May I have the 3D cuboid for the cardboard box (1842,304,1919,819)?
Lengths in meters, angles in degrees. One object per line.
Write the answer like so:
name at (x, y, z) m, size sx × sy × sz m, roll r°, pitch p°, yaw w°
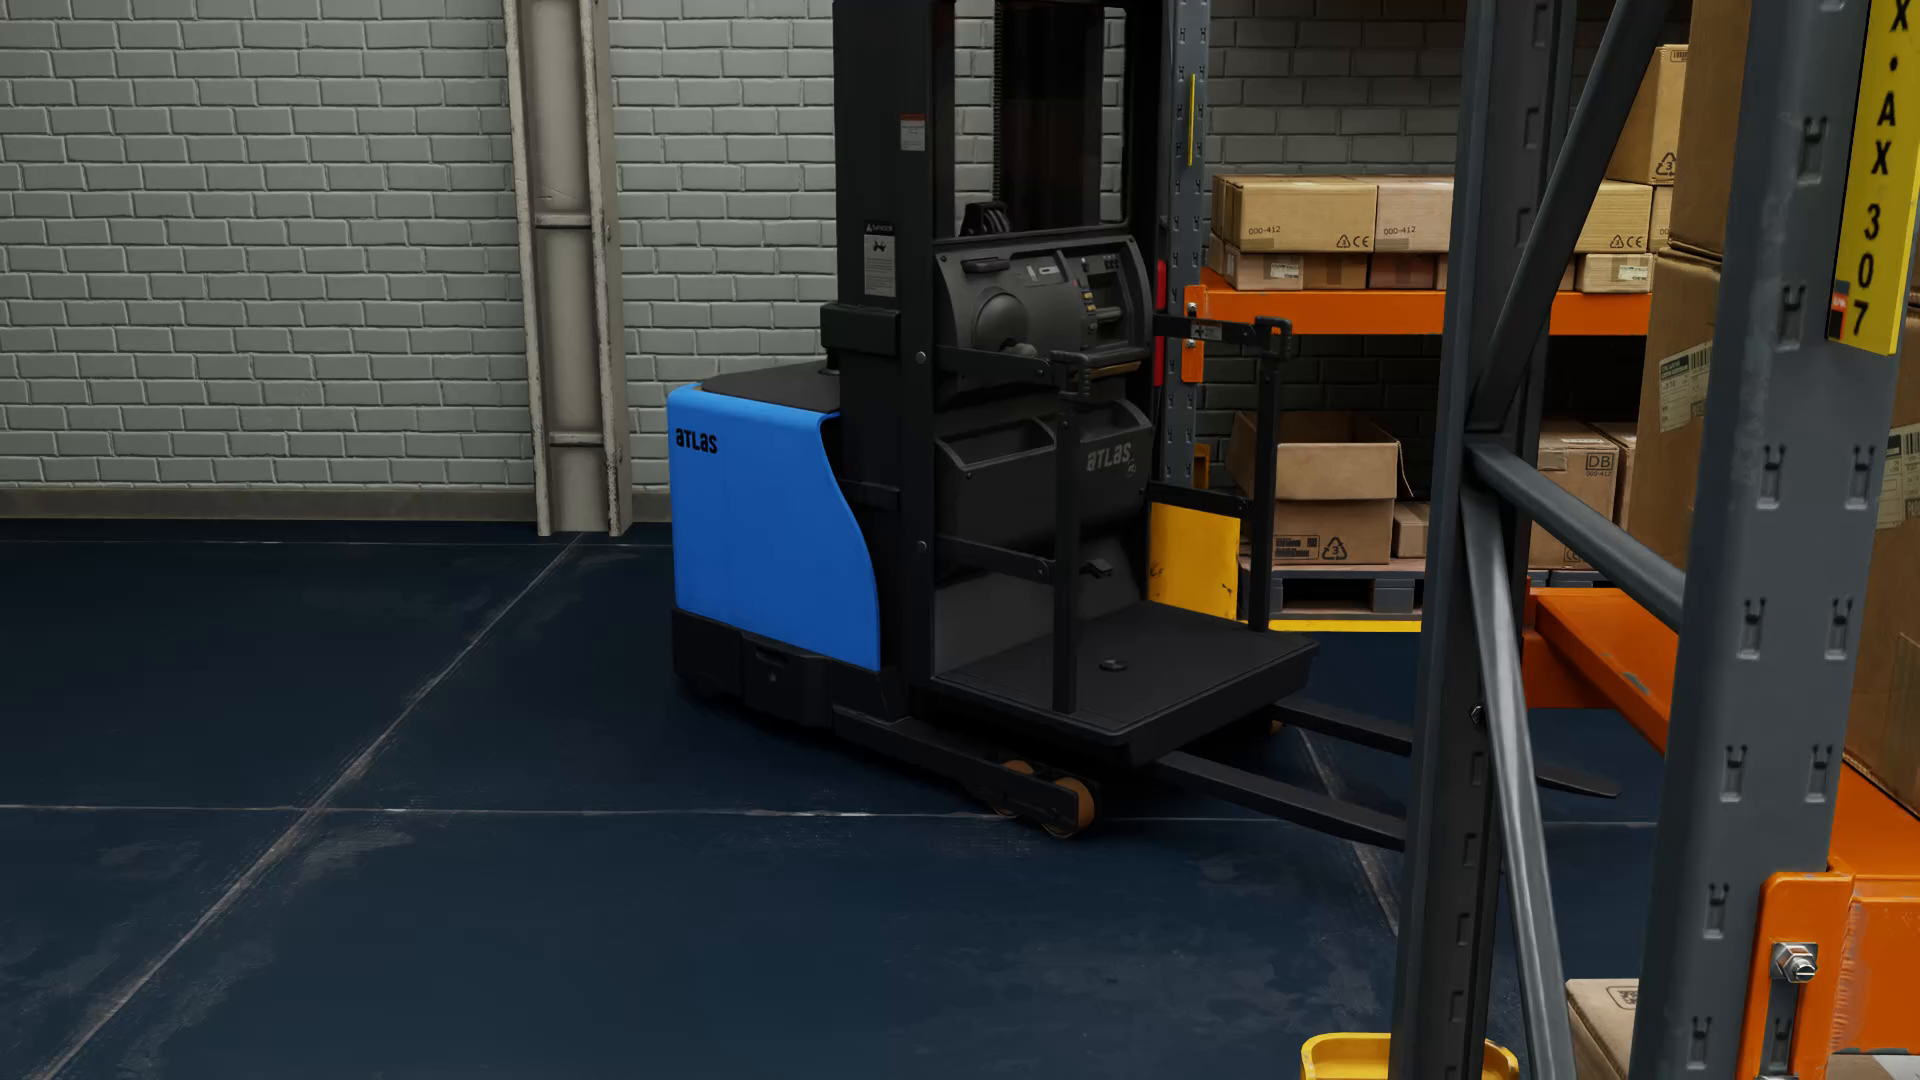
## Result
cardboard box at (1.212, 0.032, 1.642) m, size 0.500 × 0.500 × 0.500 m, roll 0°, pitch 15°, yaw 1°

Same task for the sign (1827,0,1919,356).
sign at (0.719, -0.311, 1.288) m, size 0.005 × 0.325 × 0.100 m, roll 0°, pitch 15°, yaw 1°

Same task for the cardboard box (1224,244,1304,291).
cardboard box at (1.184, -1.068, 6.501) m, size 0.250 × 0.149 × 0.380 m, roll 0°, pitch 15°, yaw 1°

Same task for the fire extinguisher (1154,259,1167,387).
fire extinguisher at (0.703, -0.927, 6.357) m, size 0.183 × 0.674 × 0.296 m, roll 0°, pitch 15°, yaw 1°

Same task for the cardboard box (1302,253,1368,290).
cardboard box at (1.439, -1.078, 6.540) m, size 0.250 × 0.149 × 0.380 m, roll 1°, pitch 15°, yaw 3°

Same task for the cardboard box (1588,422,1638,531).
cardboard box at (2.851, -0.184, 6.733) m, size 0.500 × 0.500 × 0.500 m, roll 1°, pitch 15°, yaw 2°

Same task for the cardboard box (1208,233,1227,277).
cardboard box at (1.200, -1.207, 7.026) m, size 0.250 × 0.149 × 0.380 m, roll 0°, pitch 15°, yaw 1°

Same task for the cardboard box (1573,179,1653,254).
cardboard box at (2.320, -1.256, 6.430) m, size 0.500 × 0.250 × 0.500 m, roll 0°, pitch 15°, yaw 0°

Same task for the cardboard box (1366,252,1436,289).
cardboard box at (1.703, -1.085, 6.567) m, size 0.250 × 0.149 × 0.380 m, roll 0°, pitch 15°, yaw 1°

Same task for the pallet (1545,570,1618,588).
pallet at (2.952, 0.101, 7.045) m, size 1.213 × 0.211 × 1.003 m, roll 0°, pitch 15°, yaw 1°

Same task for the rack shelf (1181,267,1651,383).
rack shelf at (2.862, -0.901, 6.785) m, size 4.000 × 0.370 × 1.077 m, roll 0°, pitch 15°, yaw 1°

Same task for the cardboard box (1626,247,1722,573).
cardboard box at (1.228, -0.109, 2.176) m, size 0.500 × 0.500 × 0.500 m, roll 0°, pitch 15°, yaw 2°

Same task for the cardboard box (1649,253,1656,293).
cardboard box at (2.734, -1.051, 6.434) m, size 0.250 × 0.149 × 0.380 m, roll 1°, pitch 15°, yaw 3°

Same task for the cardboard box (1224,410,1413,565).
cardboard box at (1.471, -0.230, 6.901) m, size 0.637 × 0.503 × 0.797 m, roll 0°, pitch 15°, yaw -1°

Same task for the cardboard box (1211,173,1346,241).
cardboard box at (1.329, -1.398, 6.969) m, size 0.500 × 0.250 × 0.500 m, roll 1°, pitch 15°, yaw 3°

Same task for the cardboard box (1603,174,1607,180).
cardboard box at (2.862, -1.386, 6.925) m, size 0.500 × 0.250 × 0.500 m, roll 0°, pitch 15°, yaw 1°

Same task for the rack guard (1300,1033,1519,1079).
rack guard at (0.715, 1.213, 2.264) m, size 0.348 × 0.500 × 1.175 m, roll 0°, pitch 15°, yaw 1°

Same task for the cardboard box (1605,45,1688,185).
cardboard box at (2.809, -1.614, 6.320) m, size 0.500 × 0.500 × 0.500 m, roll 1°, pitch 15°, yaw 3°

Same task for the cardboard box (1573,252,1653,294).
cardboard box at (2.470, -1.047, 6.421) m, size 0.250 × 0.149 × 0.380 m, roll 0°, pitch 15°, yaw 0°

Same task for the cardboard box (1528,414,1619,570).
cardboard box at (2.325, -0.213, 6.842) m, size 0.500 × 0.500 × 0.700 m, roll 1°, pitch 15°, yaw 4°

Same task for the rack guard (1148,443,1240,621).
rack guard at (0.938, -0.053, 7.059) m, size 0.348 × 0.500 × 1.175 m, roll 0°, pitch 15°, yaw 1°

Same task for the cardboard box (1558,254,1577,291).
cardboard box at (2.220, -1.068, 6.500) m, size 0.250 × 0.149 × 0.380 m, roll 1°, pitch 15°, yaw 2°

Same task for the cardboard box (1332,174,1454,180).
cardboard box at (1.844, -1.394, 6.955) m, size 0.500 × 0.250 × 0.500 m, roll 0°, pitch 15°, yaw 2°

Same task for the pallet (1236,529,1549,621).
pallet at (1.735, 0.092, 7.077) m, size 1.213 × 0.211 × 1.003 m, roll 0°, pitch 15°, yaw 1°

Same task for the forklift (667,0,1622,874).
forklift at (0.426, -0.731, 4.865) m, size 3.031 × 2.935 × 1.130 m, roll 13°, pitch 20°, yaw 41°

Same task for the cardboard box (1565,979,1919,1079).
cardboard box at (1.402, 1.019, 2.298) m, size 0.875 × 0.438 × 0.875 m, roll 0°, pitch 15°, yaw 0°

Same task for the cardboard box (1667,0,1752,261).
cardboard box at (1.227, -0.585, 2.022) m, size 0.500 × 0.500 × 0.500 m, roll 1°, pitch 15°, yaw 3°

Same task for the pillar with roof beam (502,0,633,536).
pillar with roof beam at (-1.920, -3.312, 2.754) m, size 0.400 × 9.000 × 9.100 m, roll 0°, pitch 15°, yaw 1°

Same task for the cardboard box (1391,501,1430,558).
cardboard box at (1.895, -0.045, 6.898) m, size 0.250 × 0.149 × 0.380 m, roll 0°, pitch 15°, yaw -1°

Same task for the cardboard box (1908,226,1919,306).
cardboard box at (1.212, -0.452, 1.517) m, size 0.500 × 0.500 × 0.500 m, roll 0°, pitch 15°, yaw 0°

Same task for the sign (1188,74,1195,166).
sign at (0.849, -1.542, 6.107) m, size 0.005 × 0.325 × 0.100 m, roll 0°, pitch 15°, yaw 1°

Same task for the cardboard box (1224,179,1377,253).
cardboard box at (1.309, -1.261, 6.452) m, size 0.500 × 0.250 × 0.500 m, roll 0°, pitch 15°, yaw 2°

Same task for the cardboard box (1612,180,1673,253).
cardboard box at (2.832, -1.258, 6.438) m, size 0.500 × 0.250 × 0.500 m, roll 0°, pitch 15°, yaw 0°

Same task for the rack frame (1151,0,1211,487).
rack frame at (0.862, -1.262, 6.742) m, size 0.127 × 3.000 × 1.000 m, roll 0°, pitch 15°, yaw 1°

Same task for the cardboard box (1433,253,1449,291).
cardboard box at (1.954, -1.068, 6.501) m, size 0.250 × 0.149 × 0.380 m, roll 1°, pitch 15°, yaw 3°

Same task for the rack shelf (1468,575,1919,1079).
rack shelf at (2.739, 0.365, 1.987) m, size 4.000 × 0.370 × 1.077 m, roll 0°, pitch 15°, yaw 1°

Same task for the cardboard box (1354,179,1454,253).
cardboard box at (1.813, -1.258, 6.440) m, size 0.500 × 0.250 × 0.500 m, roll 1°, pitch 15°, yaw 2°
